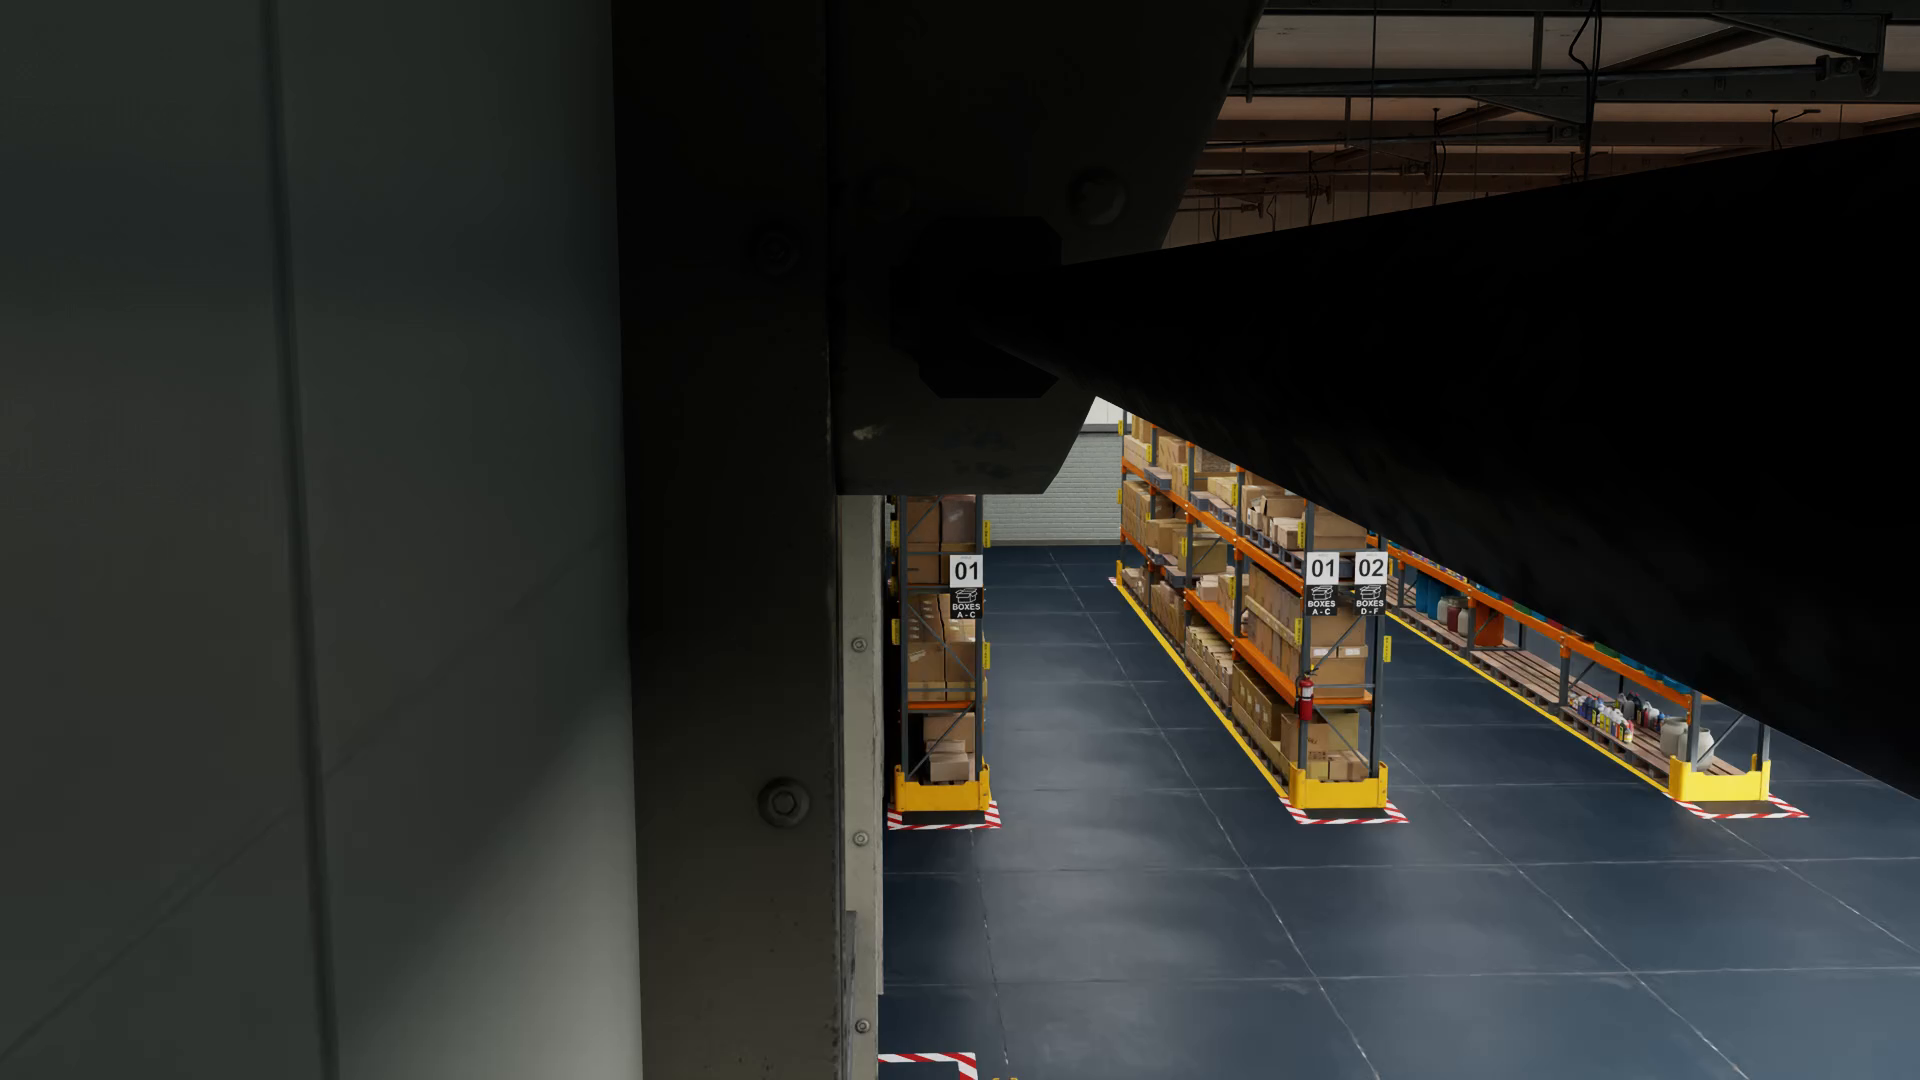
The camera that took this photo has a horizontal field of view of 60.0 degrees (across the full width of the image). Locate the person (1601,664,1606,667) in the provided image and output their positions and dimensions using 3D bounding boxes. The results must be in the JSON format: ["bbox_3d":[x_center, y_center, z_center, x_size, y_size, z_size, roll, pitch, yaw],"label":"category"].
[{"bbox_3d":[11.050,1.360,28.169,0.728,1.681,0.652,1,8,7],"label":"person"}]
